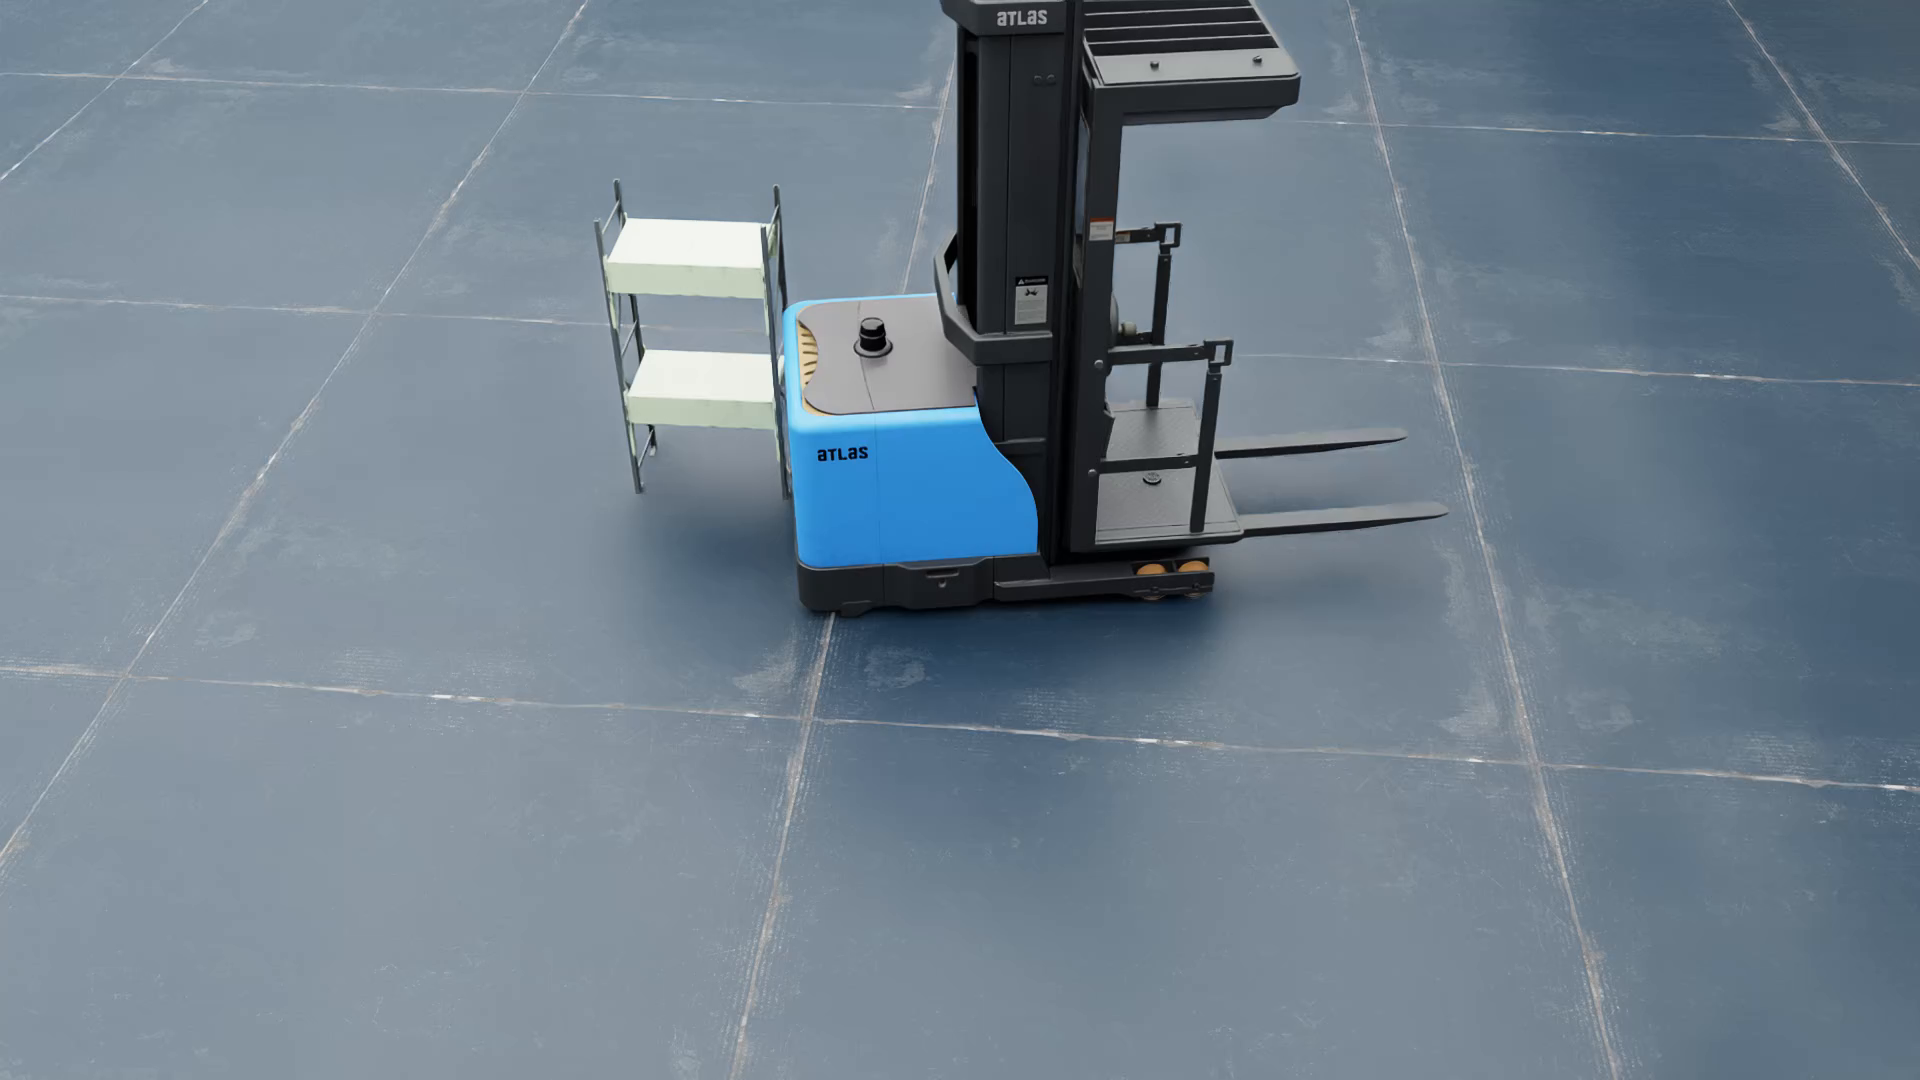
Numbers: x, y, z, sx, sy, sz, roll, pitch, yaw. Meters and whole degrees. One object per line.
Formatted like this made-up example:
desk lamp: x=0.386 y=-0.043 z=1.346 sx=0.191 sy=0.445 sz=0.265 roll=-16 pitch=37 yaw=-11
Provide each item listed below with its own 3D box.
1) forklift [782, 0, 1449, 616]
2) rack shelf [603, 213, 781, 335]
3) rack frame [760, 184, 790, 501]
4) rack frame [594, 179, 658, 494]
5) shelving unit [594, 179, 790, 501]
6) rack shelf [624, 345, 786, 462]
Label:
forklift: x=0.733 y=-1.193 z=7.064 sx=3.031 sy=2.935 sz=1.130 roll=-4 pitch=39 yaw=-5
rack shelf: x=-1.208 y=-1.221 z=7.614 sx=0.720 sy=0.370 sz=0.431 roll=3 pitch=39 yaw=3
rack frame: x=-0.843 y=-0.901 z=7.839 sx=0.023 sy=1.500 sz=0.400 roll=3 pitch=39 yaw=3
rack frame: x=-1.573 y=-0.935 z=7.881 sx=0.023 sy=1.500 sz=0.400 roll=3 pitch=39 yaw=3
shelving unit: x=-1.208 y=-0.918 z=7.860 sx=0.755 sy=1.500 sz=0.431 roll=3 pitch=39 yaw=3
rack shelf: x=-1.208 y=-0.665 z=8.066 sx=0.720 sy=0.370 sz=0.431 roll=3 pitch=39 yaw=3
